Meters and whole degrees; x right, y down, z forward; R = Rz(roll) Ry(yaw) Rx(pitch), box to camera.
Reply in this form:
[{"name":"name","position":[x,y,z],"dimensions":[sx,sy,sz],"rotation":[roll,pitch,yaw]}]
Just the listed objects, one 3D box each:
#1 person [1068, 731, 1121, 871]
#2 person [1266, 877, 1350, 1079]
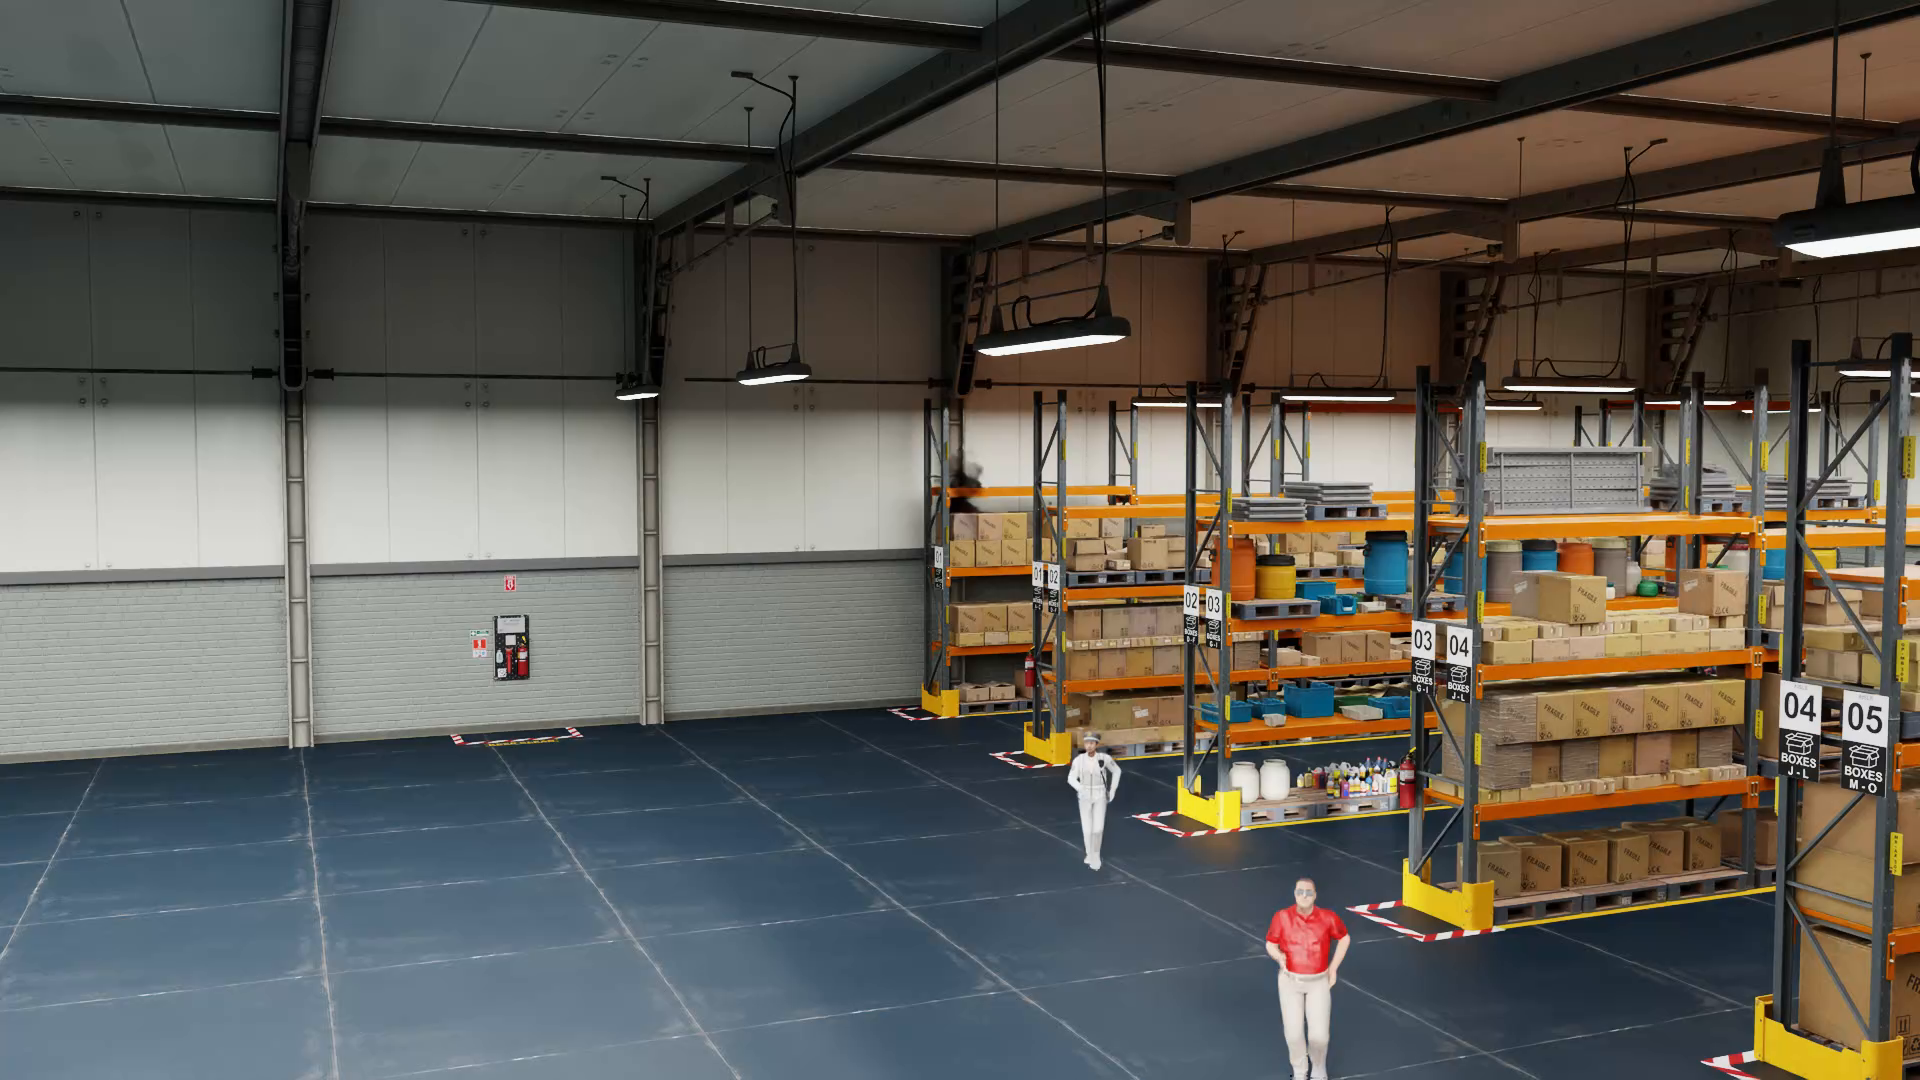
[{"name":"person","position":[1.608,3.144,20.111],"dimensions":[0.613,1.688,0.641],"rotation":[1,3,14]},{"name":"person","position":[2.731,3.541,13.147],"dimensions":[0.648,1.708,0.621],"rotation":[1,4,16]}]
